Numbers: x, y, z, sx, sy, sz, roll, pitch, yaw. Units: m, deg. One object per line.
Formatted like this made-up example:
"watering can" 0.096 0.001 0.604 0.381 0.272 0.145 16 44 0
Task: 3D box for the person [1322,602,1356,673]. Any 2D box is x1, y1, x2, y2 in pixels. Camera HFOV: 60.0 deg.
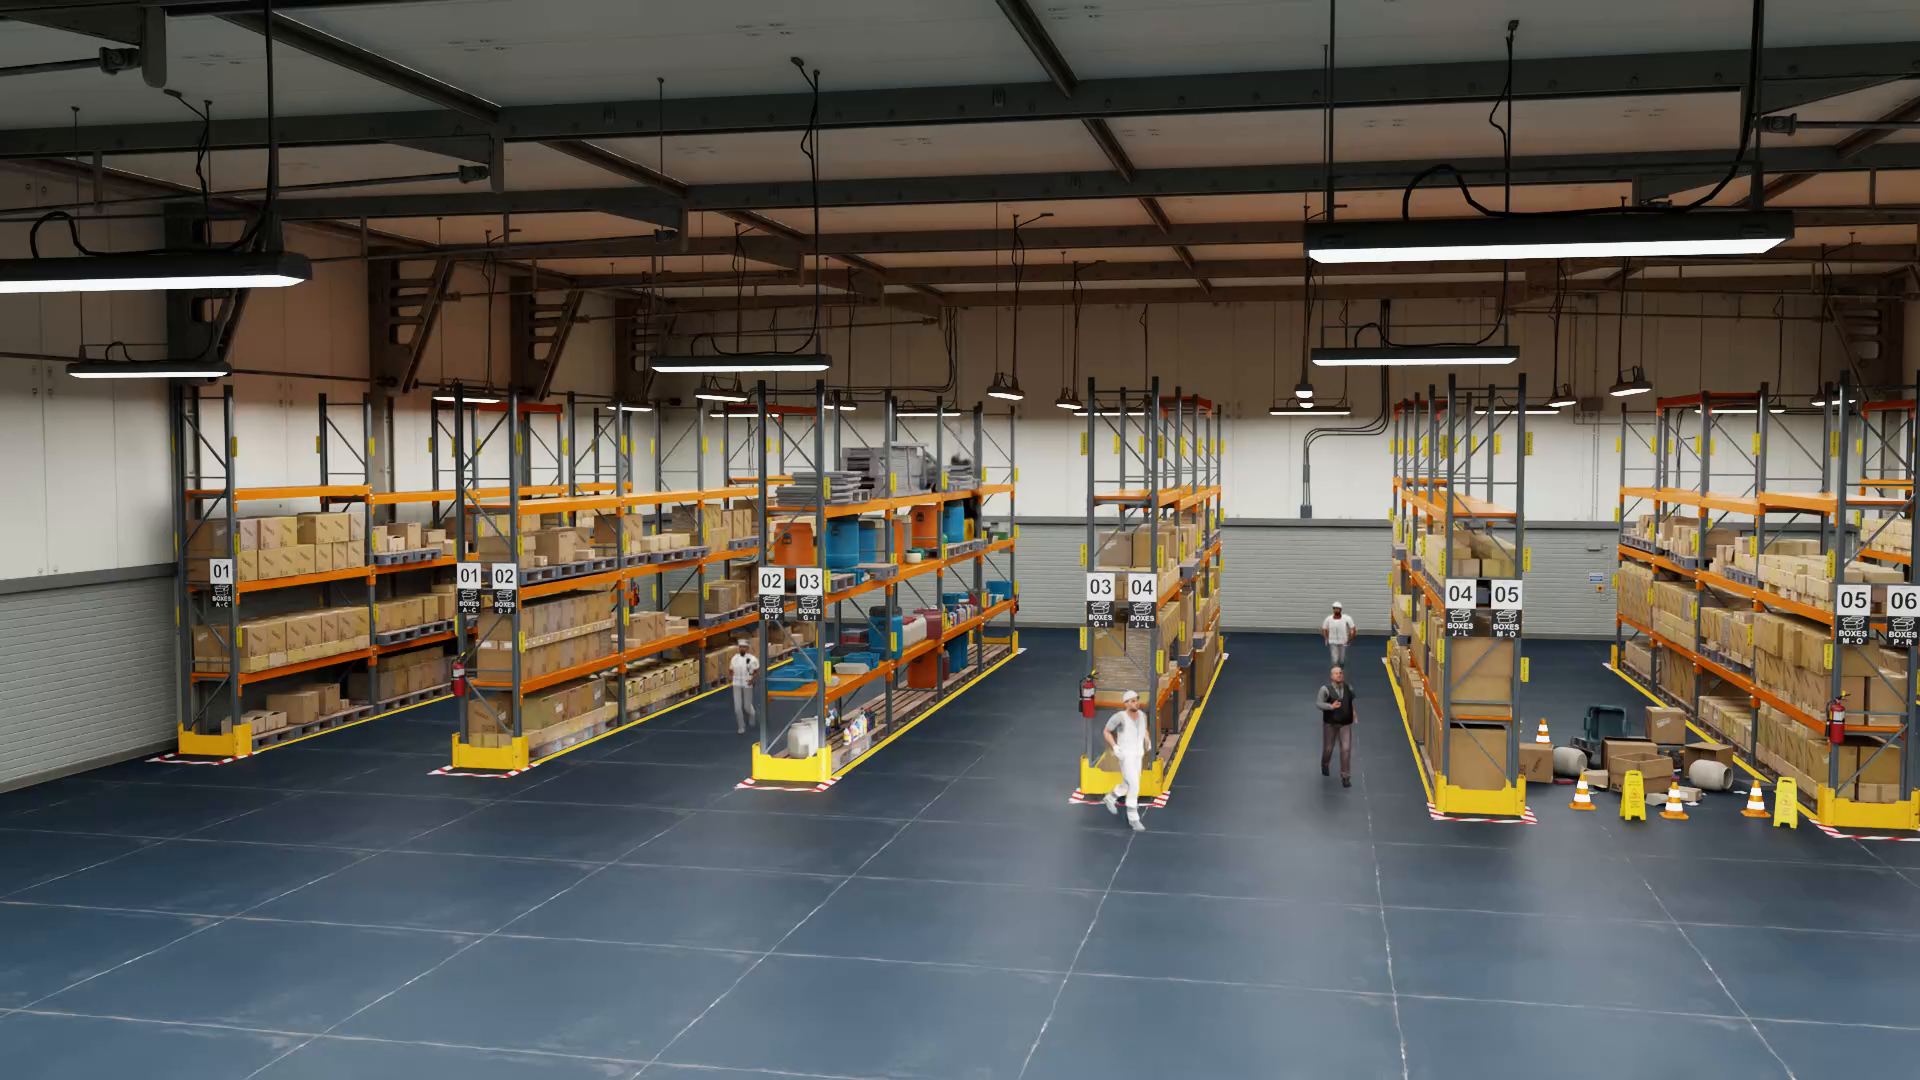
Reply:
"person" 7.999 2.178 35.155 0.693 1.735 0.582 1 3 19

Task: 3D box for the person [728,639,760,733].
"person" -3.803 2.542 29.163 0.574 1.649 0.586 0 3 6

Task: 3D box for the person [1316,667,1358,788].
"person" 5.594 2.739 24.635 0.655 1.710 0.947 0 3 0

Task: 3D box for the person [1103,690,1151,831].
"person" 2.211 2.879 22.026 0.656 1.813 0.859 -2 4 -35
